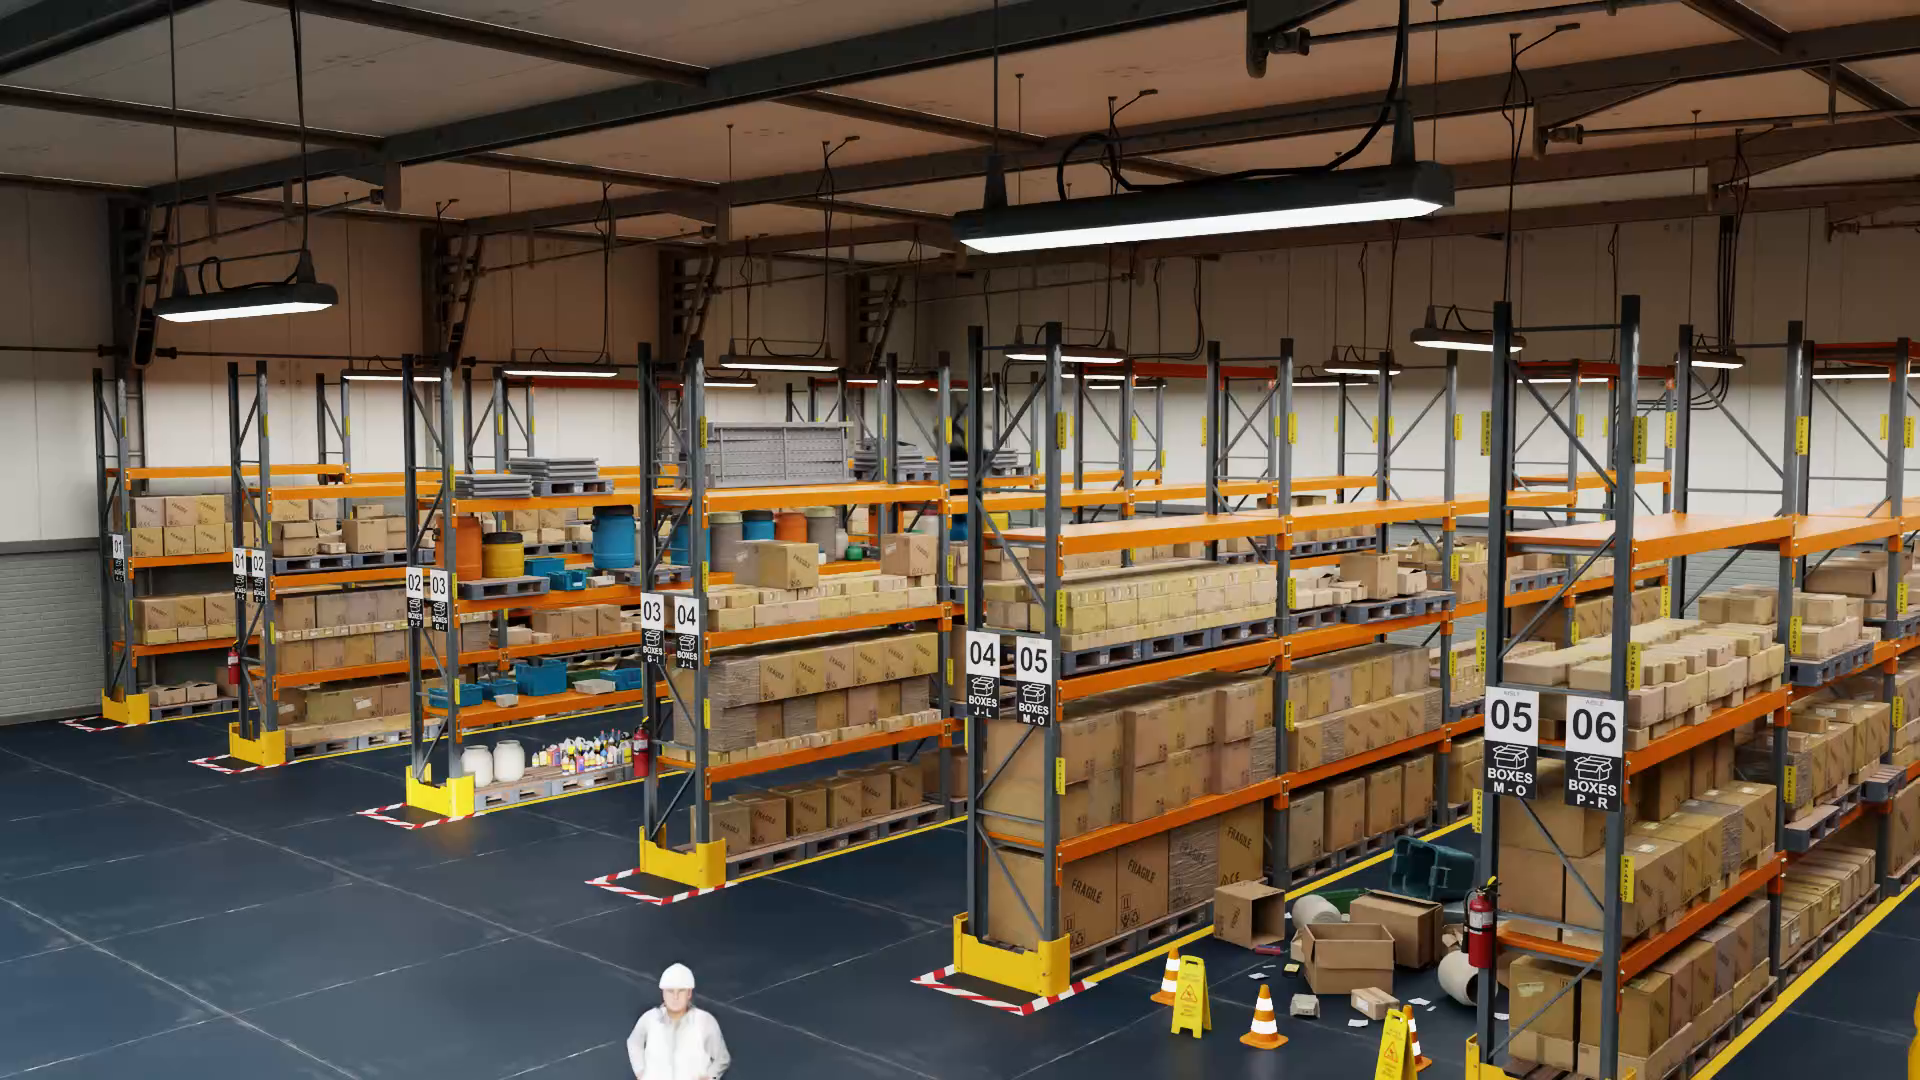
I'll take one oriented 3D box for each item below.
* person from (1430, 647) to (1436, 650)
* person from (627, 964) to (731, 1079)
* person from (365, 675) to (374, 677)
[{"bbox_3d":[7.336,2.474,25.741,0.591,1.635,0.576,-4,5,-40],"label":"person"},{"bbox_3d":[-1.760,3.522,10.384,0.663,1.778,0.928,0,4,-4],"label":"person"},{"bbox_3d":[-10.176,2.223,28.619,0.589,1.706,0.918,3,5,33],"label":"person"}]
